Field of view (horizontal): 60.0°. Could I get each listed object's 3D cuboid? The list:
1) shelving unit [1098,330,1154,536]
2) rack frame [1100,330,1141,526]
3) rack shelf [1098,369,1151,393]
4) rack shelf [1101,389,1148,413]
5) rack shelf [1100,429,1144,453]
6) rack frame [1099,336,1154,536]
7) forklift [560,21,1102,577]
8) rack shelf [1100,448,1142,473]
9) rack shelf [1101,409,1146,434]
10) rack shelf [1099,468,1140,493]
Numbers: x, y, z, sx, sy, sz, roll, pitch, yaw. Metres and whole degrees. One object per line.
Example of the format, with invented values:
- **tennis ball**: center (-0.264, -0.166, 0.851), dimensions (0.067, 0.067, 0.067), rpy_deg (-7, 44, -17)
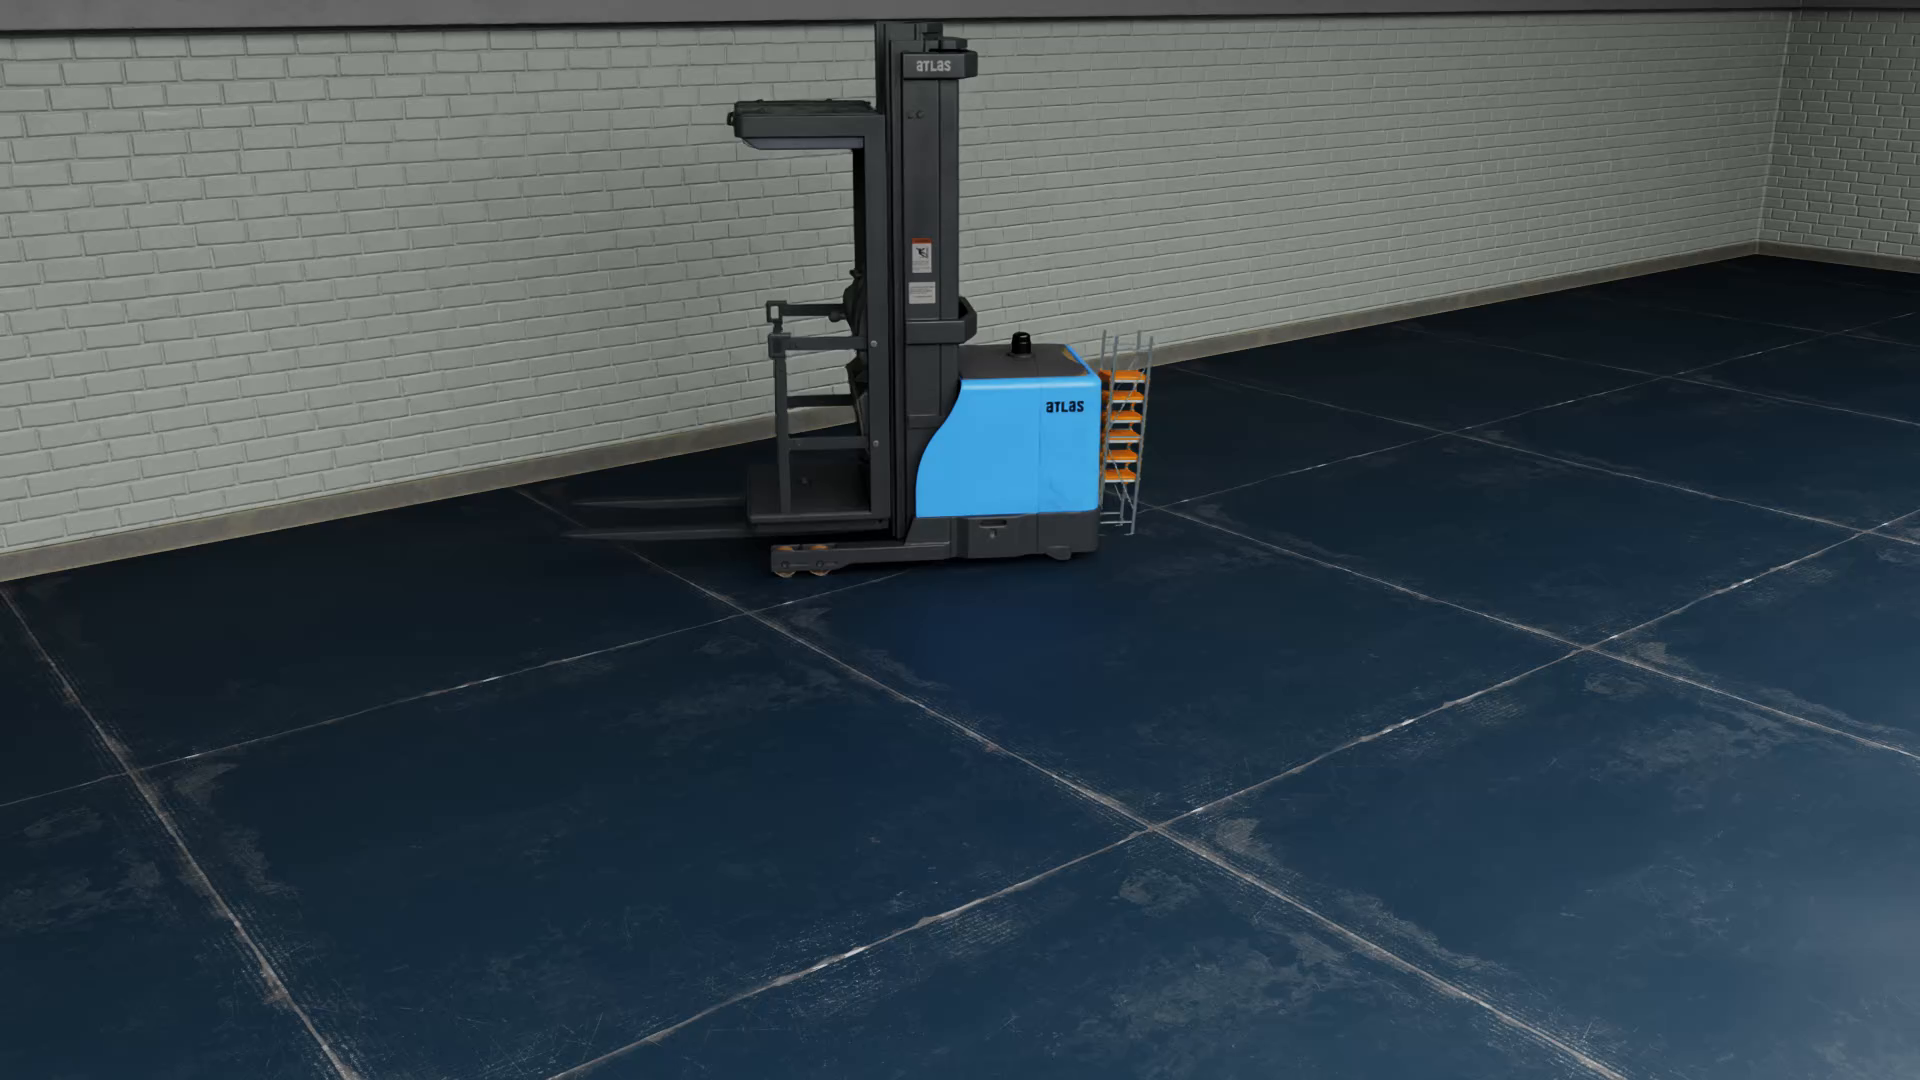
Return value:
- **shelving unit**: center (0.936, -0.628, 9.821), dimensions (0.258, 1.200, 0.189), rpy_deg (-2, 18, -17)
- **rack frame**: center (0.910, -0.655, 9.904), dimensions (0.240, 1.200, 0.006), rpy_deg (-2, 18, -17)
- **rack shelf**: center (0.958, -0.929, 9.729), dimensions (0.258, 0.103, 0.180), rpy_deg (-2, 18, -17)
- **rack shelf**: center (0.949, -0.814, 9.764), dimensions (0.258, 0.103, 0.180), rpy_deg (-2, 18, -17)
- **rack shelf**: center (0.933, -0.585, 9.834), dimensions (0.258, 0.103, 0.180), rpy_deg (-2, 18, -17)
- **rack frame**: center (0.963, -0.600, 9.738), dimensions (0.240, 1.200, 0.006), rpy_deg (-2, 18, -17)
- **forklift**: center (-0.756, -1.363, 9.317), dimensions (3.031, 2.935, 1.130), rpy_deg (-2, 18, -7)
- **rack shelf**: center (0.925, -0.471, 9.870), dimensions (0.258, 0.103, 0.180), rpy_deg (-2, 18, -17)
- **rack shelf**: center (0.941, -0.700, 9.799), dimensions (0.258, 0.103, 0.180), rpy_deg (-2, 18, -17)
- **rack shelf**: center (0.917, -0.356, 9.905), dimensions (0.258, 0.103, 0.180), rpy_deg (-2, 18, -17)
